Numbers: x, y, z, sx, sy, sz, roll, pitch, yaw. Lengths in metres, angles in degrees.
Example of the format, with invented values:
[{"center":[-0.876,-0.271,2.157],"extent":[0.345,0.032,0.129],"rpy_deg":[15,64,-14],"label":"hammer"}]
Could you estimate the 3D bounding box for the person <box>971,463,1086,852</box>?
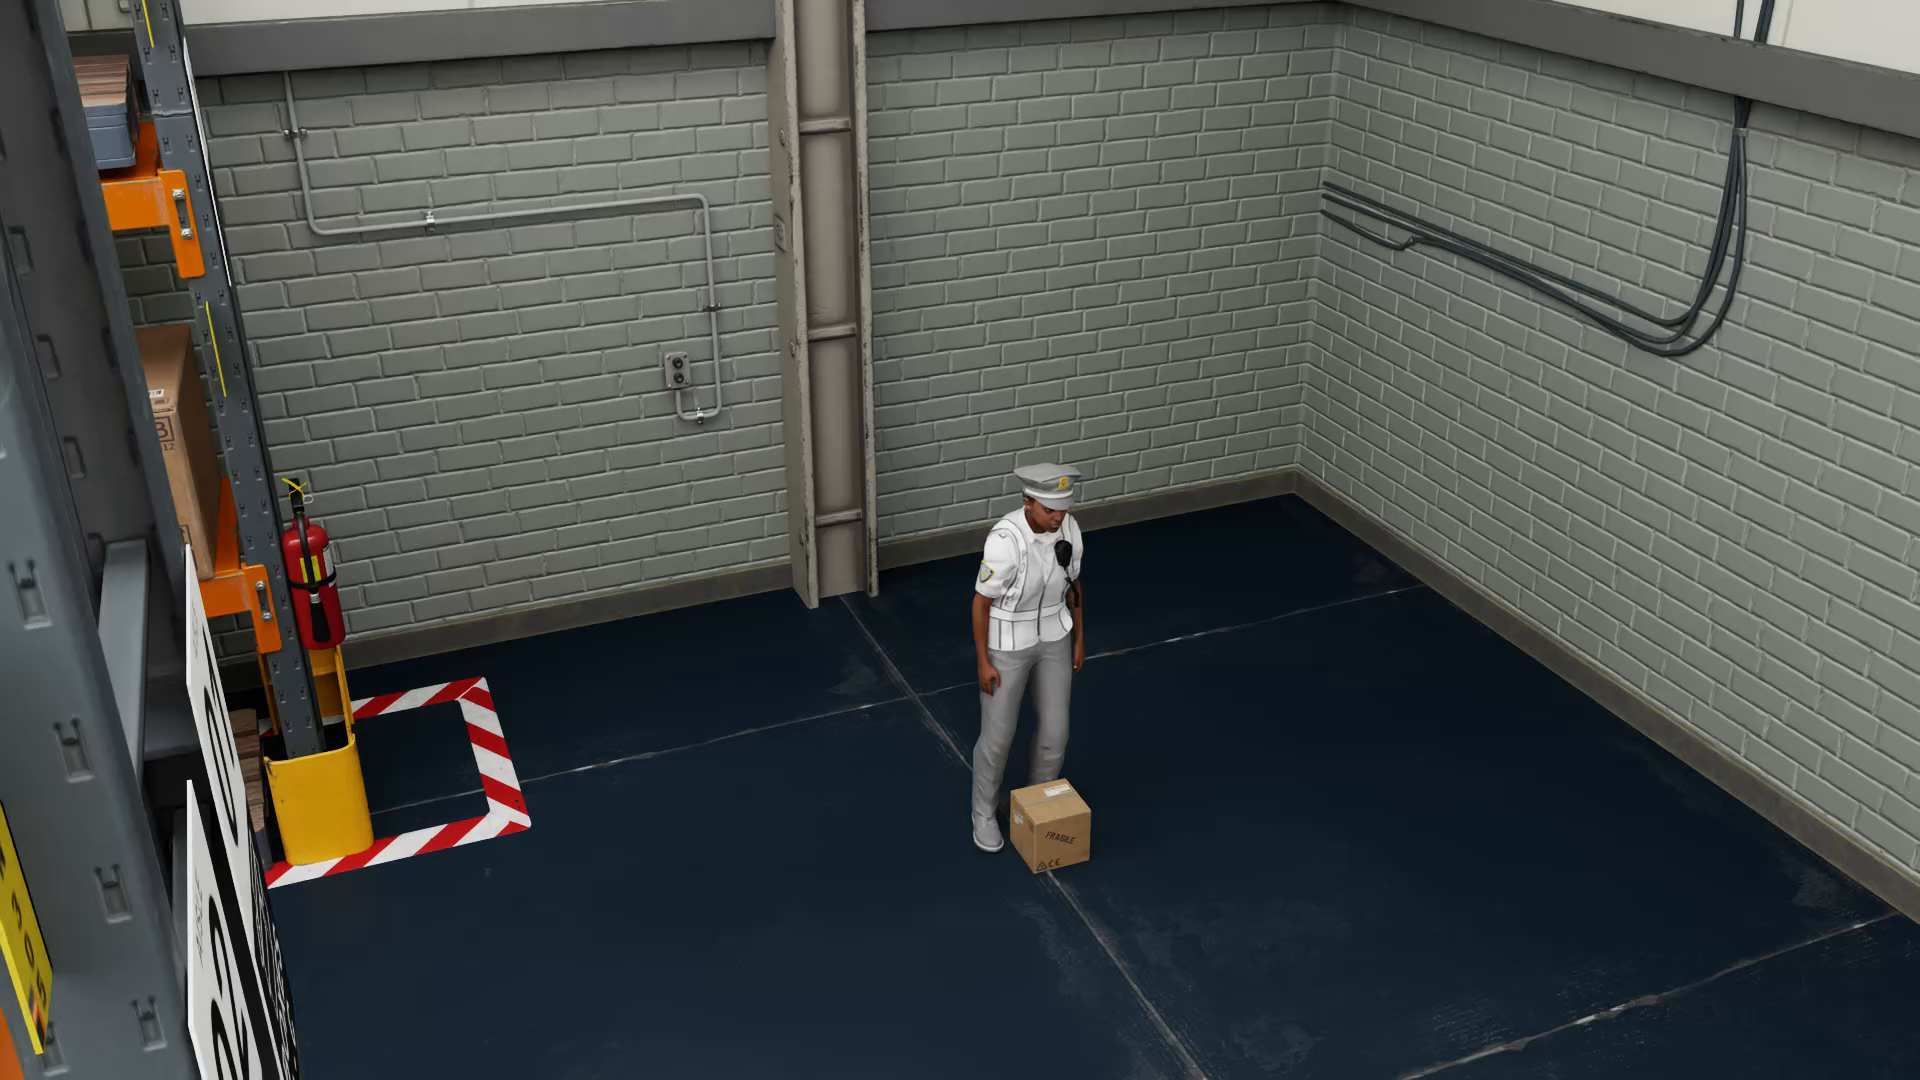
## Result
[{"center":[0.277,0.450,6.692],"extent":[0.532,1.662,0.425],"rpy_deg":[-12,29,-24],"label":"person"}]
